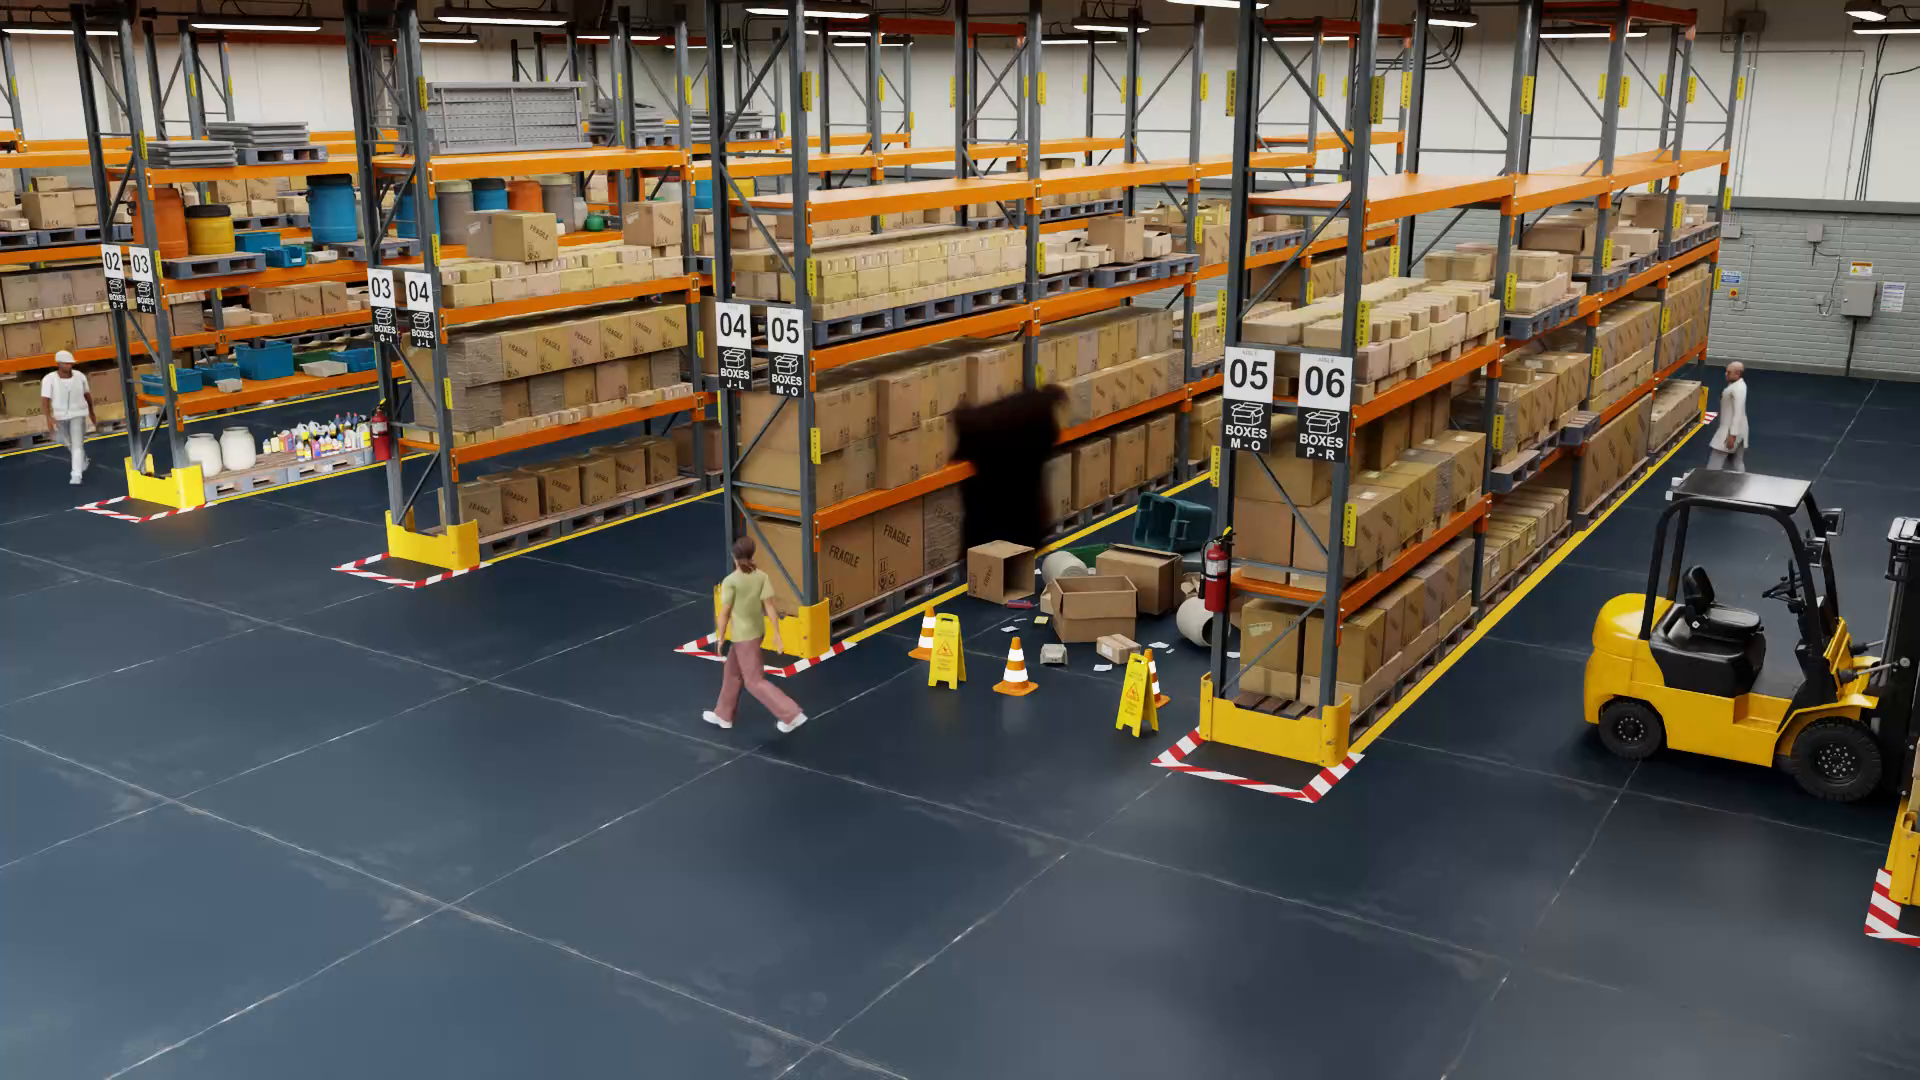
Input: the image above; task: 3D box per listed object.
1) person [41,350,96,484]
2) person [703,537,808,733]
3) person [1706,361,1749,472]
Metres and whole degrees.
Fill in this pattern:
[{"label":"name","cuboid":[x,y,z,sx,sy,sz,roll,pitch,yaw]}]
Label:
[{"label":"person","cuboid":[-11.735,-1.625,21.873,0.501,1.728,1.020,-2,16,-5]},{"label":"person","cuboid":[-1.684,0.785,13.345,0.984,1.638,0.415,3,16,11]},{"label":"person","cuboid":[9.585,-1.370,20.855,0.674,1.769,0.645,14,20,40]}]
